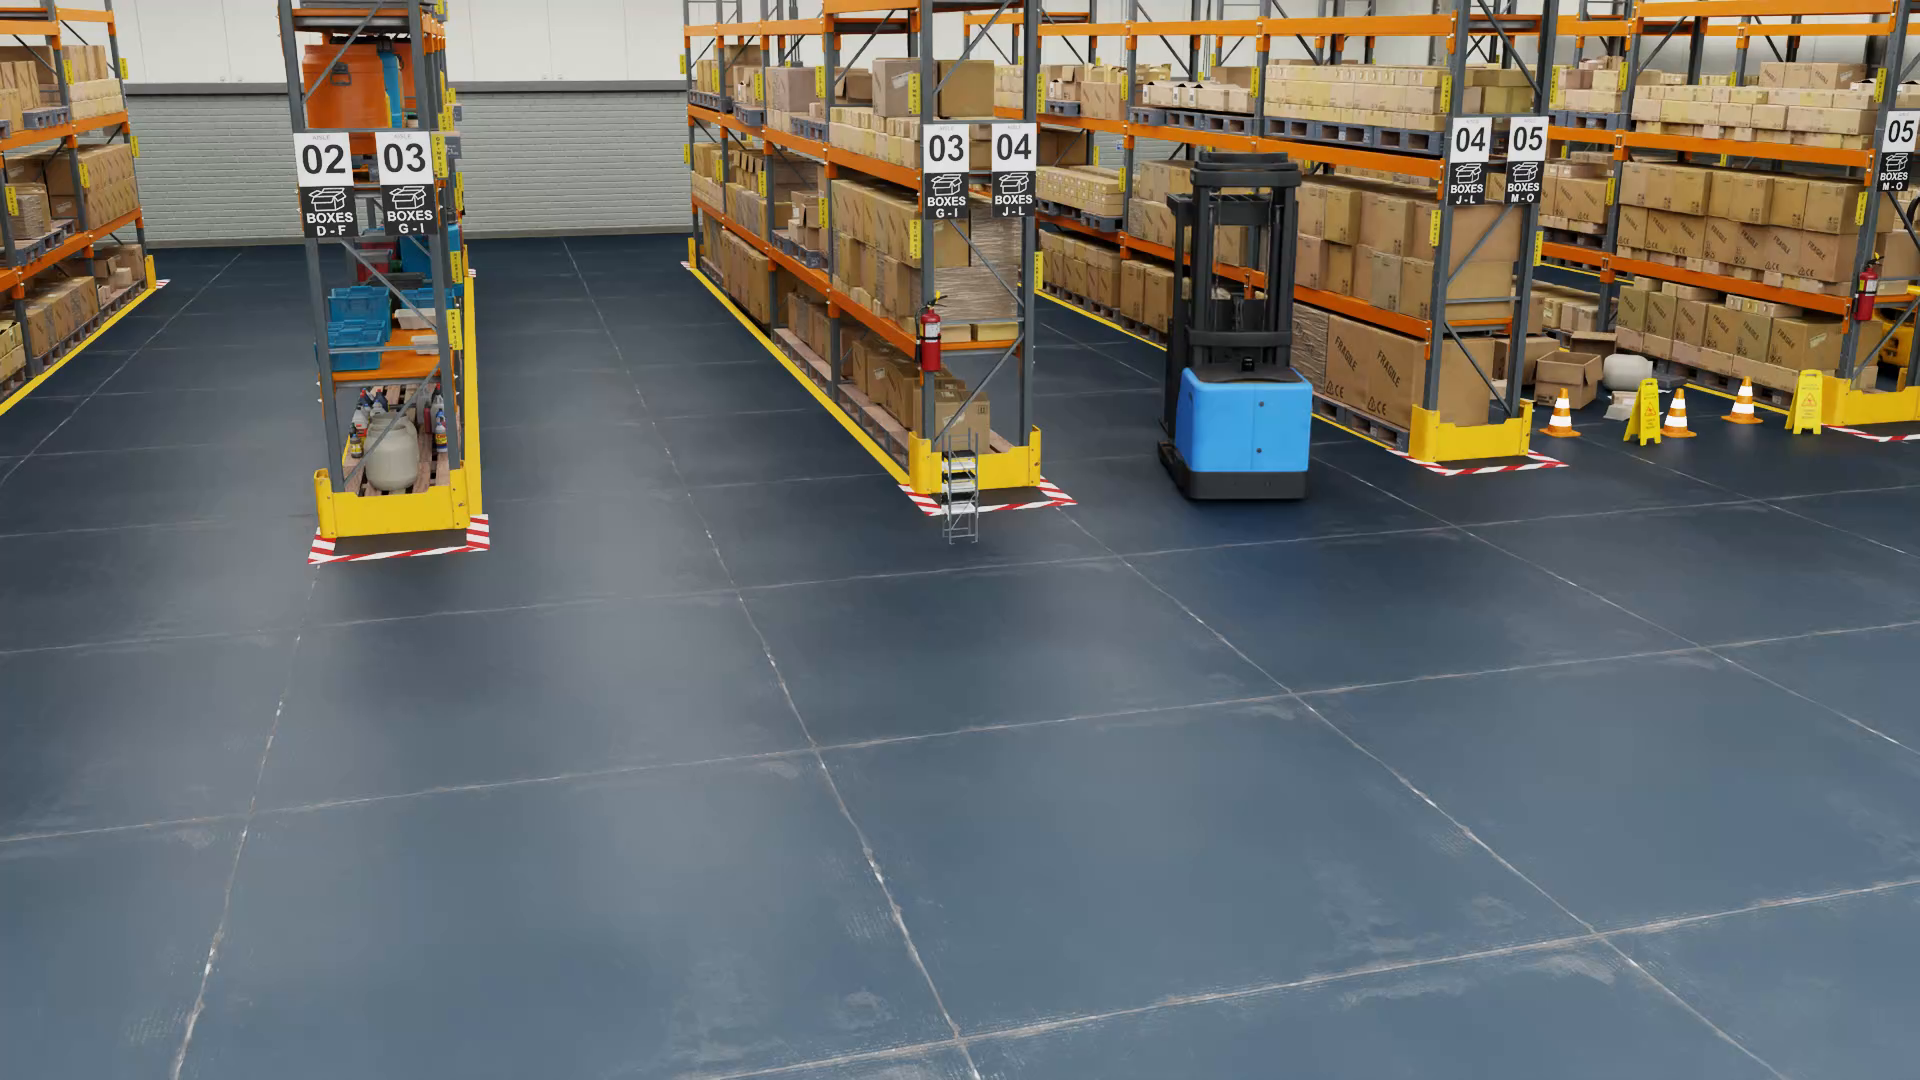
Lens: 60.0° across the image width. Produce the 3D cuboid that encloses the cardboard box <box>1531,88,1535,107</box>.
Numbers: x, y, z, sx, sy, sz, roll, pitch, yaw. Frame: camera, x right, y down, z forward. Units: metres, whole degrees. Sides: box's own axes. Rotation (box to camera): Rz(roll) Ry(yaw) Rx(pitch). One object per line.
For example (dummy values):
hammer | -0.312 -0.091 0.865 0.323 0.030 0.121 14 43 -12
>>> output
cardboard box | 7.934 -5.976 22.739 0.797 0.503 0.637 -5 17 -15

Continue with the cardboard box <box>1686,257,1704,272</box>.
cardboard box | 8.707 -3.216 19.380 0.380 0.149 0.250 -5 17 -15

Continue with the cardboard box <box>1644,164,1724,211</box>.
cardboard box | 8.618 -4.191 19.760 0.700 0.500 0.500 -5 17 -15

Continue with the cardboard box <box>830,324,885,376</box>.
cardboard box | -1.090 -2.205 19.158 0.700 0.500 0.500 -6 18 -20

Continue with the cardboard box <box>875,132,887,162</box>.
cardboard box | -0.492 -3.672 15.508 0.500 0.250 0.500 -4 17 -14

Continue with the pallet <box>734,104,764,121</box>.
pallet | -2.580 -5.955 23.178 1.003 0.211 1.213 -4 17 -13

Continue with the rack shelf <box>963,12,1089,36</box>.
rack shelf | 1.106 -8.677 27.953 1.077 0.370 4.000 -5 17 -15

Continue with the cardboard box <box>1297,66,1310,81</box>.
cardboard box | 3.838 -4.993 17.792 0.380 0.149 0.250 -5 17 -16

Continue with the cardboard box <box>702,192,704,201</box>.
cardboard box | -4.104 -5.739 27.780 0.380 0.149 0.250 -5 17 -16

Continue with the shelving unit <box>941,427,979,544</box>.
shelving unit | -0.002 -0.433 13.330 0.258 0.900 0.210 -5 17 -15

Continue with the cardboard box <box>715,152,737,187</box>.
cardboard box | -3.524 -5.768 25.882 0.500 0.500 0.500 -4 17 -14

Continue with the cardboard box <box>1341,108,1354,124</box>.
cardboard box | 4.118 -4.330 16.971 0.380 0.149 0.250 -4 17 -15

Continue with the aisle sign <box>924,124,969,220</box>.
aisle sign | -0.114 -3.117 14.098 0.394 0.787 0.004 -5 17 -15

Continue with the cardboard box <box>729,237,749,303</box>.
cardboard box | -2.699 -3.994 24.496 1.225 0.875 0.875 -5 18 -17

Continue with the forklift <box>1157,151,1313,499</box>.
forklift | 2.483 -2.125 15.431 1.130 2.935 3.031 0 17 -1

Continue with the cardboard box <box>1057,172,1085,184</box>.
cardboard box | 1.678 -5.460 25.086 0.380 0.149 0.250 -4 17 -13

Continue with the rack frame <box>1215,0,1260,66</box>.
rack frame | 5.288 -9.996 31.086 1.000 3.000 0.127 -5 17 -15

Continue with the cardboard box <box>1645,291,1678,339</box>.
cardboard box | 8.647 -2.715 20.022 0.500 0.500 0.500 -4 17 -13

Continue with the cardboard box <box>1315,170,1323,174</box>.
cardboard box | 6.238 -6.040 27.736 0.500 0.250 0.500 -5 17 -17

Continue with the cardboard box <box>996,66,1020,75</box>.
cardboard box | 0.825 -7.959 28.218 0.380 0.149 0.250 -4 17 -13

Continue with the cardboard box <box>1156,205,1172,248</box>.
cardboard box | 2.900 -4.113 21.756 0.500 0.500 0.500 -5 17 -15

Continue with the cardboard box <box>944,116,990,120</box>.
cardboard box | 0.069 -3.851 15.413 0.380 0.149 0.250 -5 17 -15

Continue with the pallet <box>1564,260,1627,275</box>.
pallet | 11.419 -4.852 29.238 1.003 0.211 1.213 -5 17 -15

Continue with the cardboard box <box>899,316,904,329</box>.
cardboard box | -0.360 -2.060 15.533 0.380 0.149 0.250 -5 17 -15

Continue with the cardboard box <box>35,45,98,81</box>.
cardboard box | -13.313 -7.105 24.764 0.700 0.500 0.500 -5 17 -15

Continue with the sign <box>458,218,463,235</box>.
sign | -6.277 -3.858 20.799 0.100 0.325 0.005 -5 17 -15

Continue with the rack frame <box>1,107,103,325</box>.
rack frame | -12.667 -4.450 23.054 1.000 3.000 0.127 -5 17 -15

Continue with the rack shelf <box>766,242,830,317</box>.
rack shelf | -1.492 -3.228 20.236 1.077 0.370 4.000 -5 17 -15

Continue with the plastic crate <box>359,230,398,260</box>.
plastic crate | -6.654 -3.294 19.093 0.402 0.464 0.583 -5 17 -15

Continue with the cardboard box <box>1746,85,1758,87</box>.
cardboard box | 12.062 -6.756 25.019 0.380 0.166 0.250 -5 17 -15

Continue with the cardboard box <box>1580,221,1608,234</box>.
cardboard box | 8.179 -4.005 21.276 0.380 0.149 0.250 -4 17 -14

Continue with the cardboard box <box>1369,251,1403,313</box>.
cardboard box | 4.636 -2.599 16.629 0.875 0.550 0.550 -5 17 -15

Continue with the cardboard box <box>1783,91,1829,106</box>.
cardboard box | 9.106 -4.751 17.892 0.380 0.149 0.250 -5 17 -15

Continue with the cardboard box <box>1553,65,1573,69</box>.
cardboard box | 10.789 -8.277 29.453 0.500 0.250 0.500 -5 17 -15

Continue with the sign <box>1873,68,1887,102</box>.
sign | 9.146 -4.519 16.529 0.100 0.325 0.005 -5 17 -15

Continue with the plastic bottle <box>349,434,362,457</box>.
plastic bottle | -5.531 -0.866 15.219 0.097 0.201 0.097 0 17 0

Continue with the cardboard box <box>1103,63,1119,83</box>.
cardboard box | 2.239 -6.573 23.403 0.396 0.266 0.258 -5 17 -15

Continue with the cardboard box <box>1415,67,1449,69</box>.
cardboard box | 4.820 -4.694 16.797 0.380 0.149 0.250 -5 17 -16

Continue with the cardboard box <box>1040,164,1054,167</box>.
cardboard box | 1.251 -5.899 27.184 0.500 0.500 0.500 -5 17 -15

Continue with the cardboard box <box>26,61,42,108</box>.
cardboard box | -12.599 -6.039 22.050 0.600 0.600 0.600 -6 18 -20

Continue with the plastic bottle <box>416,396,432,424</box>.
plastic bottle | -5.333 -1.307 16.560 0.152 0.276 0.135 -5 17 -15

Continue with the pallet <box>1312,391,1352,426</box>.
pallet | 4.327 -1.494 18.058 1.003 0.211 1.213 -5 17 -15

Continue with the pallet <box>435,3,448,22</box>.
pallet | -6.972 -6.528 20.565 1.213 0.211 1.003 -5 17 -15

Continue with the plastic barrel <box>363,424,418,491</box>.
plastic barrel | -4.859 -0.707 14.187 0.421 0.512 0.421 0 17 0

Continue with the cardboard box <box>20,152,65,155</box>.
cardboard box | -13.336 -5.377 24.228 0.500 0.500 0.500 -5 17 -15

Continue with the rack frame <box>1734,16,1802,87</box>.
rack frame | 12.259 -8.176 25.029 1.000 3.000 0.127 -5 17 -15

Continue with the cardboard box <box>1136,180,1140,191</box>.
cardboard box | 2.738 -5.073 23.800 0.380 0.149 0.250 -5 17 -17

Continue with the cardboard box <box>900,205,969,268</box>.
cardboard box | -0.232 -2.715 14.848 0.500 0.500 0.500 -5 17 -15

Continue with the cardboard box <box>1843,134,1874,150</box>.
cardboard box | 9.319 -4.090 17.075 0.380 0.149 0.250 -5 17 -15

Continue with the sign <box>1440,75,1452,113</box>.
sign | 4.428 -4.061 15.142 0.100 0.325 0.005 -5 17 -15

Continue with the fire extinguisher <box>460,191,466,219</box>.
fire extinguisher | -8.607 -5.809 28.361 0.296 0.674 0.183 -5 17 -15

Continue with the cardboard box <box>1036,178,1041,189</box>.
cardboard box | 1.395 -5.603 26.081 0.380 0.149 0.250 -5 17 -16

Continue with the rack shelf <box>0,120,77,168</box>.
rack shelf | -12.117 -4.989 20.884 1.077 0.370 4.000 -5 17 -15

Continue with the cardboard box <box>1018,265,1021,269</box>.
cardboard box | 1.095 -4.661 27.979 0.380 0.149 0.250 -5 18 -17
